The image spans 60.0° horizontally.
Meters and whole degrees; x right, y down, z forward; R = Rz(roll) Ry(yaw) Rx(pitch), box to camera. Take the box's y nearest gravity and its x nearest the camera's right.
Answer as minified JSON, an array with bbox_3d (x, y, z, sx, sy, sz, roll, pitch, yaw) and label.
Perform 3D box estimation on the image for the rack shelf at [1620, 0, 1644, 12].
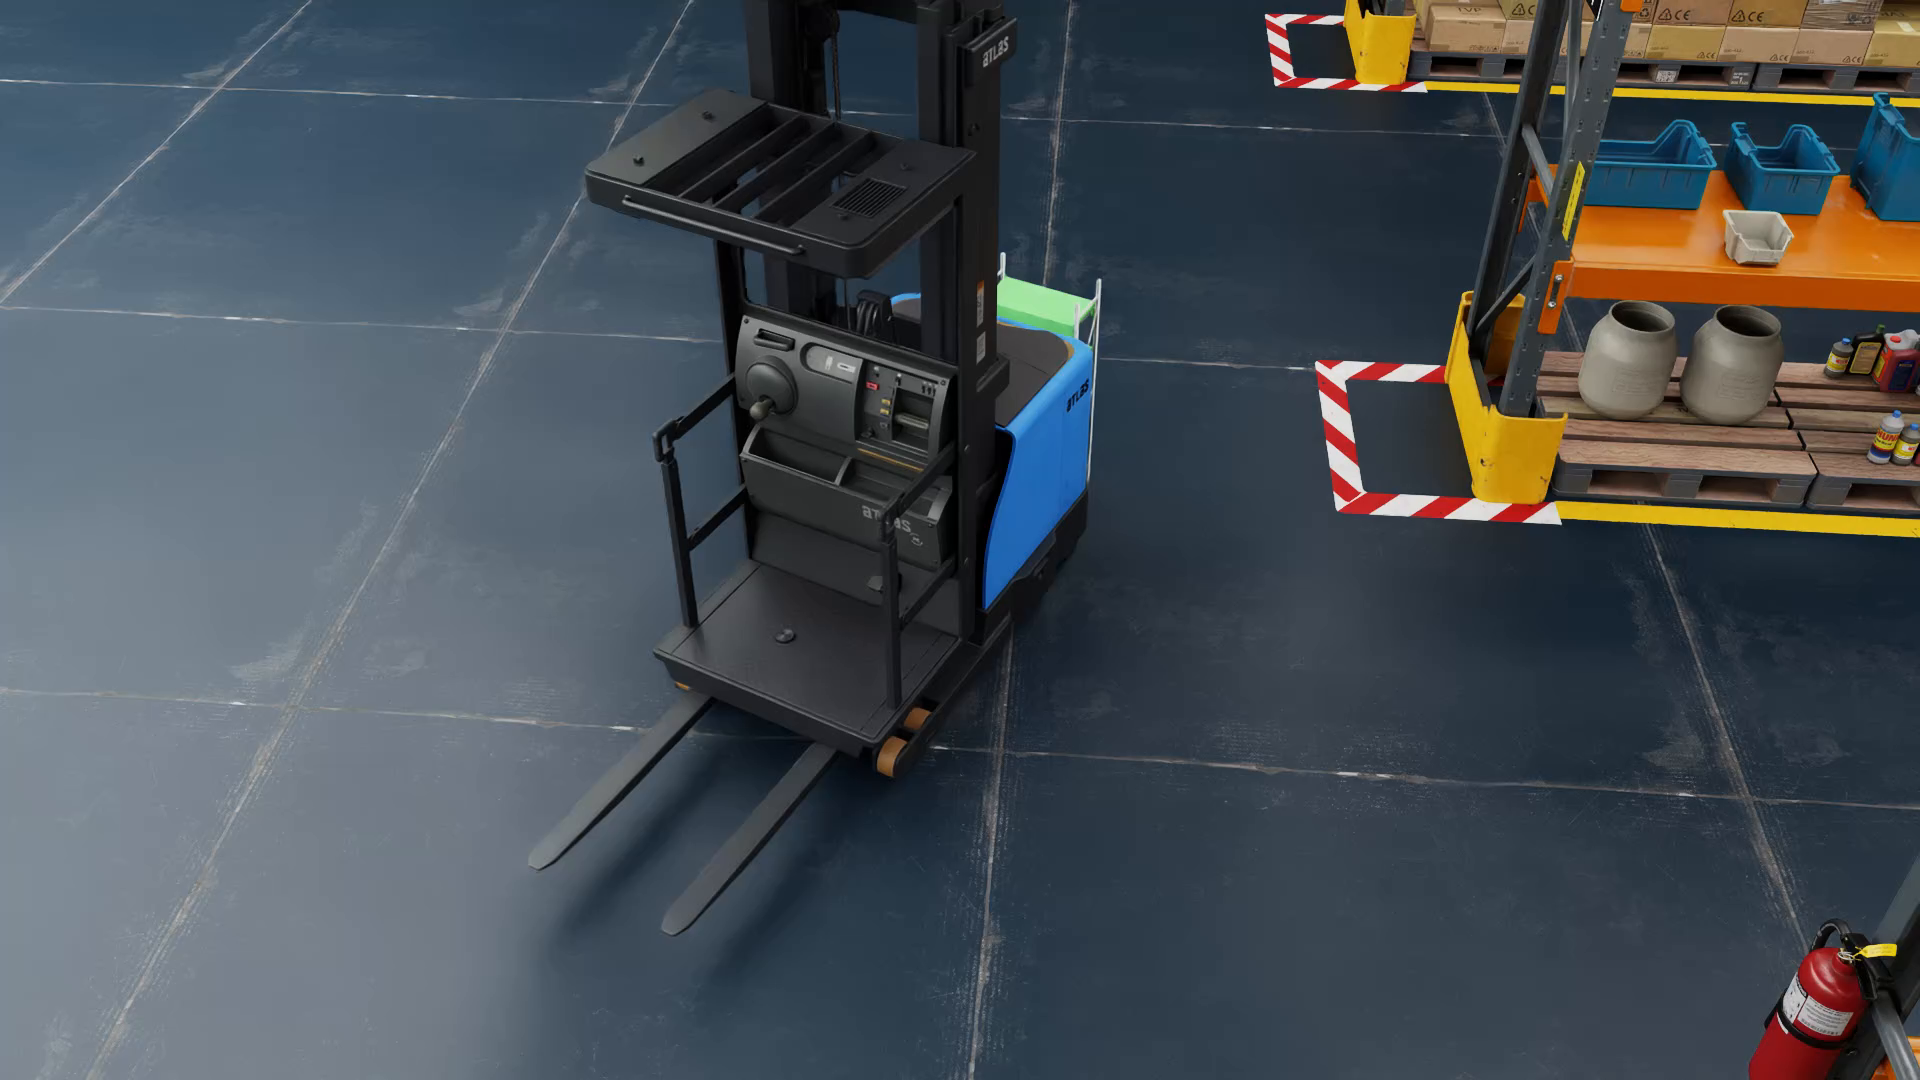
[{"bbox_3d":[4.662,-2.459,6.760,4.000,0.370,1.077,3,39,4],"label":"rack shelf"}]

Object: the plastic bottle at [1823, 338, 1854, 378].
[{"bbox_3d":[4.537,-0.945,8.574,0.097,0.201,0.097,0,39,0],"label":"plastic bottle"}]

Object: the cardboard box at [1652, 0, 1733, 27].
[{"bbox_3d":[5.110,-3.934,11.629,0.500,0.500,0.500,3,39,4],"label":"cardboard box"}]

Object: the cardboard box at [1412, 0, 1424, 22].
[{"bbox_3d":[3.660,-4.052,12.368,0.500,0.250,0.500,3,39,4],"label":"cardboard box"}]

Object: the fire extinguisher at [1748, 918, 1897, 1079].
[{"bbox_3d":[2.168,1.165,4.174,0.183,0.674,0.296,3,39,4],"label":"fire extinguisher"}]

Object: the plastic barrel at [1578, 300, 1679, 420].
[{"bbox_3d":[3.332,-0.894,8.281,0.421,0.512,0.421,0,39,0],"label":"plastic barrel"}]

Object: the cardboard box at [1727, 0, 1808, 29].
[{"bbox_3d":[5.609,-3.916,11.607,0.500,0.500,0.500,3,39,4],"label":"cardboard box"}]

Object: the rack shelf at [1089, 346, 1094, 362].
[{"bbox_3d":[0.356,-0.849,7.734,0.480,0.148,0.258,19,43,22],"label":"rack shelf"}]

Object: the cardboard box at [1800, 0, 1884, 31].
[{"bbox_3d":[6.107,-3.891,11.576,0.500,0.500,0.500,3,39,4],"label":"cardboard box"}]

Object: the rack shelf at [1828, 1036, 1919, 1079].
[{"bbox_3d":[4.234,1.819,3.880,4.000,0.370,1.077,3,39,4],"label":"rack shelf"}]

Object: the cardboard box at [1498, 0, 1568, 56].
[{"bbox_3d":[4.114,-3.702,11.937,0.500,0.250,0.500,3,39,4],"label":"cardboard box"}]

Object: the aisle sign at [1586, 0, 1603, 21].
[{"bbox_3d":[2.572,-2.512,6.571,0.004,0.787,0.394,3,39,4],"label":"aisle sign"}]

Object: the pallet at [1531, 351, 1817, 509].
[{"bbox_3d":[3.558,-0.580,8.466,1.213,0.211,1.003,3,39,4],"label":"pallet"}]

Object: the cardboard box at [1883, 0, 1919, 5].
[{"bbox_3d":[6.650,-4.191,11.944,0.500,0.500,0.500,3,39,4],"label":"cardboard box"}]

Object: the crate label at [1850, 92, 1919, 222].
[{"bbox_3d":[4.526,-1.768,7.688,0.616,0.435,0.502,3,39,4],"label":"crate label"}]

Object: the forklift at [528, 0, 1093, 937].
[{"bbox_3d":[-0.560,-0.505,6.219,1.130,2.935,3.031,19,43,22],"label":"forklift"}]

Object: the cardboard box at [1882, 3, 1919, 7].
[{"bbox_3d":[6.650,-3.894,12.173,0.500,0.250,0.500,3,39,4],"label":"cardboard box"}]

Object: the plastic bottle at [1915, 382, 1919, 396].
[{"bbox_3d":[4.932,-0.827,8.429,0.097,0.201,0.097,0,39,0],"label":"plastic bottle"}]

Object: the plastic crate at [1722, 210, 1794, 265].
[{"bbox_3d":[3.533,-1.331,7.388,0.250,0.136,0.298,3,39,4],"label":"plastic crate"}]

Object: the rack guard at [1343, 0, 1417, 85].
[{"bbox_3d":[3.076,-3.831,12.231,0.348,0.500,1.175,3,39,4],"label":"rack guard"}]

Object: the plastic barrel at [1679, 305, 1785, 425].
[{"bbox_3d":[3.831,-0.867,8.248,0.421,0.512,0.421,0,39,0],"label":"plastic barrel"}]

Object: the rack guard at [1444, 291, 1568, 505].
[{"bbox_3d":[2.749,-0.740,8.434,0.348,0.500,1.175,3,39,4],"label":"rack guard"}]

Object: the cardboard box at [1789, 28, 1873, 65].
[{"bbox_3d":[6.107,-3.599,11.811,0.500,0.250,0.500,3,39,4],"label":"cardboard box"}]

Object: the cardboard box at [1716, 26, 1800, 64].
[{"bbox_3d":[5.608,-3.617,11.833,0.500,0.250,0.500,3,39,4],"label":"cardboard box"}]

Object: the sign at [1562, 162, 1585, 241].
[{"bbox_3d":[2.617,-1.446,7.101,0.005,0.325,0.100,3,39,4],"label":"sign"}]

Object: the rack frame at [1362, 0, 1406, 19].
[{"bbox_3d":[3.100,-4.799,11.440,0.127,3.000,1.000,3,39,4],"label":"rack frame"}]

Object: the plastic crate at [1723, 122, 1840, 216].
[{"bbox_3d":[3.840,-1.748,7.810,0.408,0.251,0.499,3,39,4],"label":"plastic crate"}]

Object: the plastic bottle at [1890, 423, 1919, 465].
[{"bbox_3d":[4.552,-0.469,7.989,0.097,0.201,0.097,0,39,0],"label":"plastic bottle"}]

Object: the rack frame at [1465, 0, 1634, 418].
[{"bbox_3d":[2.669,-1.684,7.613,0.127,3.000,1.000,3,39,4],"label":"rack frame"}]

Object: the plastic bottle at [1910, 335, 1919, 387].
[{"bbox_3d":[4.924,-0.936,8.503,0.135,0.276,0.152,2,39,3],"label":"plastic bottle"}]

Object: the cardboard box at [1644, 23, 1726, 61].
[{"bbox_3d":[5.110,-3.644,11.866,0.500,0.250,0.500,3,39,4],"label":"cardboard box"}]

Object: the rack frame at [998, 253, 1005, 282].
[{"bbox_3d":[0.143,-0.788,7.938,0.015,1.200,0.240,19,43,22],"label":"rack frame"}]

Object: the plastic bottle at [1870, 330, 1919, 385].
[{"bbox_3d":[4.786,-0.943,8.512,0.135,0.276,0.152,3,39,4],"label":"plastic bottle"}]

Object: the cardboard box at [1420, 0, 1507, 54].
[{"bbox_3d":[3.615,-3.726,11.968,0.500,0.250,0.500,3,39,4],"label":"cardboard box"}]

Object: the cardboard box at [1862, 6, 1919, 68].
[{"bbox_3d":[6.605,-3.566,11.770,0.500,0.250,0.500,3,39,4],"label":"cardboard box"}]

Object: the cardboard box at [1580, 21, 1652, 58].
[{"bbox_3d":[4.612,-3.674,11.904,0.500,0.250,0.500,3,39,4],"label":"cardboard box"}]

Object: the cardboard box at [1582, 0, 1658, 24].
[{"bbox_3d":[4.613,-3.972,11.676,0.500,0.500,0.500,3,39,4],"label":"cardboard box"}]

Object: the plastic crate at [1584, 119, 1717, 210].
[{"bbox_3d":[3.194,-1.787,7.858,0.616,0.251,0.499,3,39,4],"label":"plastic crate"}]

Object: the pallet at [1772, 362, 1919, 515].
[{"bbox_3d":[4.770,-0.512,8.383,1.213,0.211,1.003,3,39,4],"label":"pallet"}]

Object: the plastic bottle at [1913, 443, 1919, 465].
[{"bbox_3d":[4.673,-0.483,7.941,0.133,0.283,0.061,4,39,5],"label":"plastic bottle"}]

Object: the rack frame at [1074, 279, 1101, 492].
[{"bbox_3d":[0.569,-0.637,7.753,0.015,1.200,0.240,19,43,22],"label":"rack frame"}]

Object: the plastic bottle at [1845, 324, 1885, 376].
[{"bbox_3d":[4.655,-0.982,8.554,0.133,0.283,0.061,4,39,5],"label":"plastic bottle"}]

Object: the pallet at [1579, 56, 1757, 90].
[{"bbox_3d":[5.078,-3.634,12.218,1.213,0.211,1.003,3,39,4],"label":"pallet"}]

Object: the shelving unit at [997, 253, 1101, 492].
[{"bbox_3d":[0.356,-0.713,7.845,0.503,1.200,0.258,19,43,22],"label":"shelving unit"}]

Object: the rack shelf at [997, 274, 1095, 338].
[{"bbox_3d":[0.356,-1.035,7.583,0.480,0.148,0.258,19,43,22],"label":"rack shelf"}]

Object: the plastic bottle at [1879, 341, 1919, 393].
[{"bbox_3d":[4.777,-0.879,8.427,0.133,0.283,0.061,3,39,4],"label":"plastic bottle"}]

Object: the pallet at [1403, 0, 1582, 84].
[{"bbox_3d":[3.866,-3.702,12.302,1.213,0.211,1.003,3,39,4],"label":"pallet"}]

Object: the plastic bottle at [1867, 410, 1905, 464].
[{"bbox_3d":[4.449,-0.502,7.974,0.097,0.271,0.097,0,39,0],"label":"plastic bottle"}]

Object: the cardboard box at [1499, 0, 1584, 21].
[{"bbox_3d":[4.114,-3.991,11.699,0.500,0.500,0.500,3,39,4],"label":"cardboard box"}]

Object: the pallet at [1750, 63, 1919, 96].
[{"bbox_3d":[6.297,-3.570,12.139,1.213,0.211,1.003,3,39,4],"label":"pallet"}]

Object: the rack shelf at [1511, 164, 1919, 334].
[{"bbox_3d":[4.662,-1.296,7.707,4.000,0.370,1.077,3,39,4],"label":"rack shelf"}]
